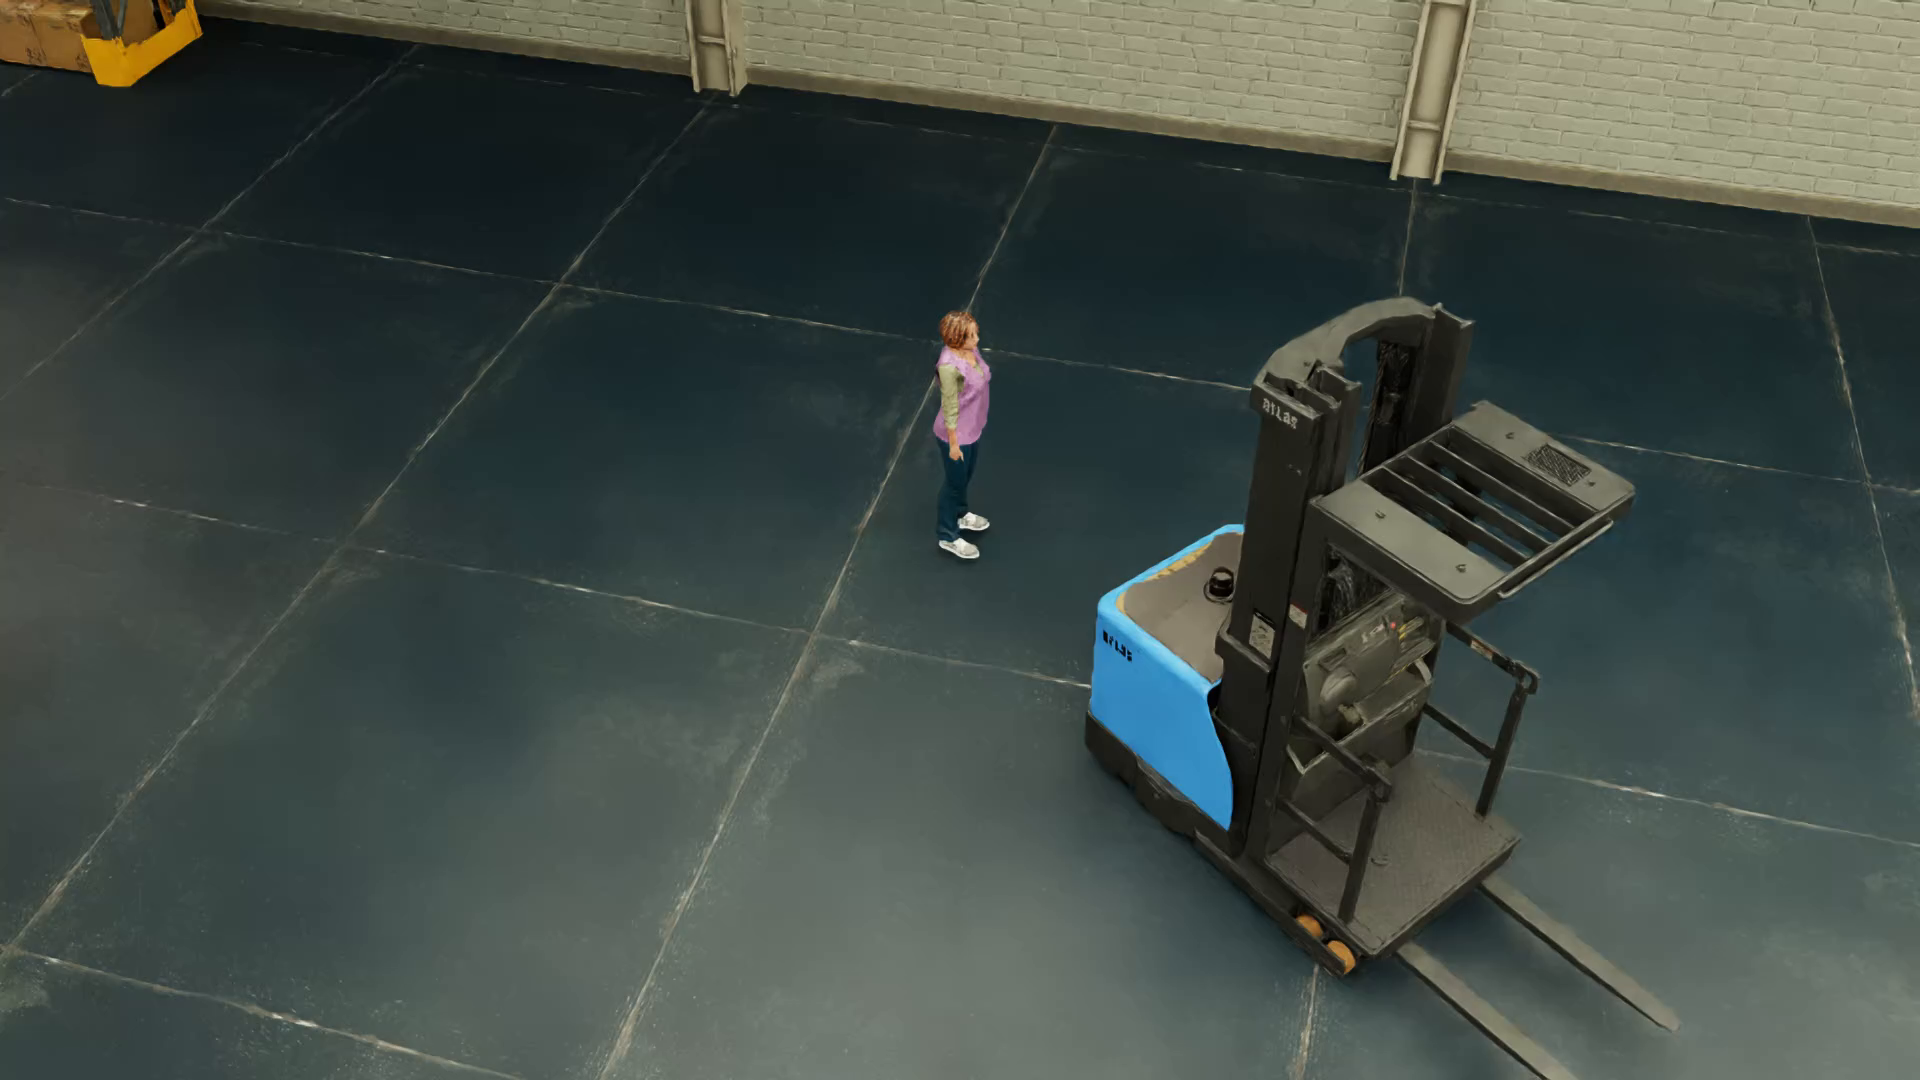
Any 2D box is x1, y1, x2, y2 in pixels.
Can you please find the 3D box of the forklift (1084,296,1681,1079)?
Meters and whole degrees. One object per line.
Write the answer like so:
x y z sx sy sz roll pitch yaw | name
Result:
1.970 0.554 7.229 1.130 2.935 3.031 -28 48 -28 | forklift

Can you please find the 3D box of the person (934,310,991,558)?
0.009 -0.630 9.530 0.311 1.603 0.405 10 42 11 | person
